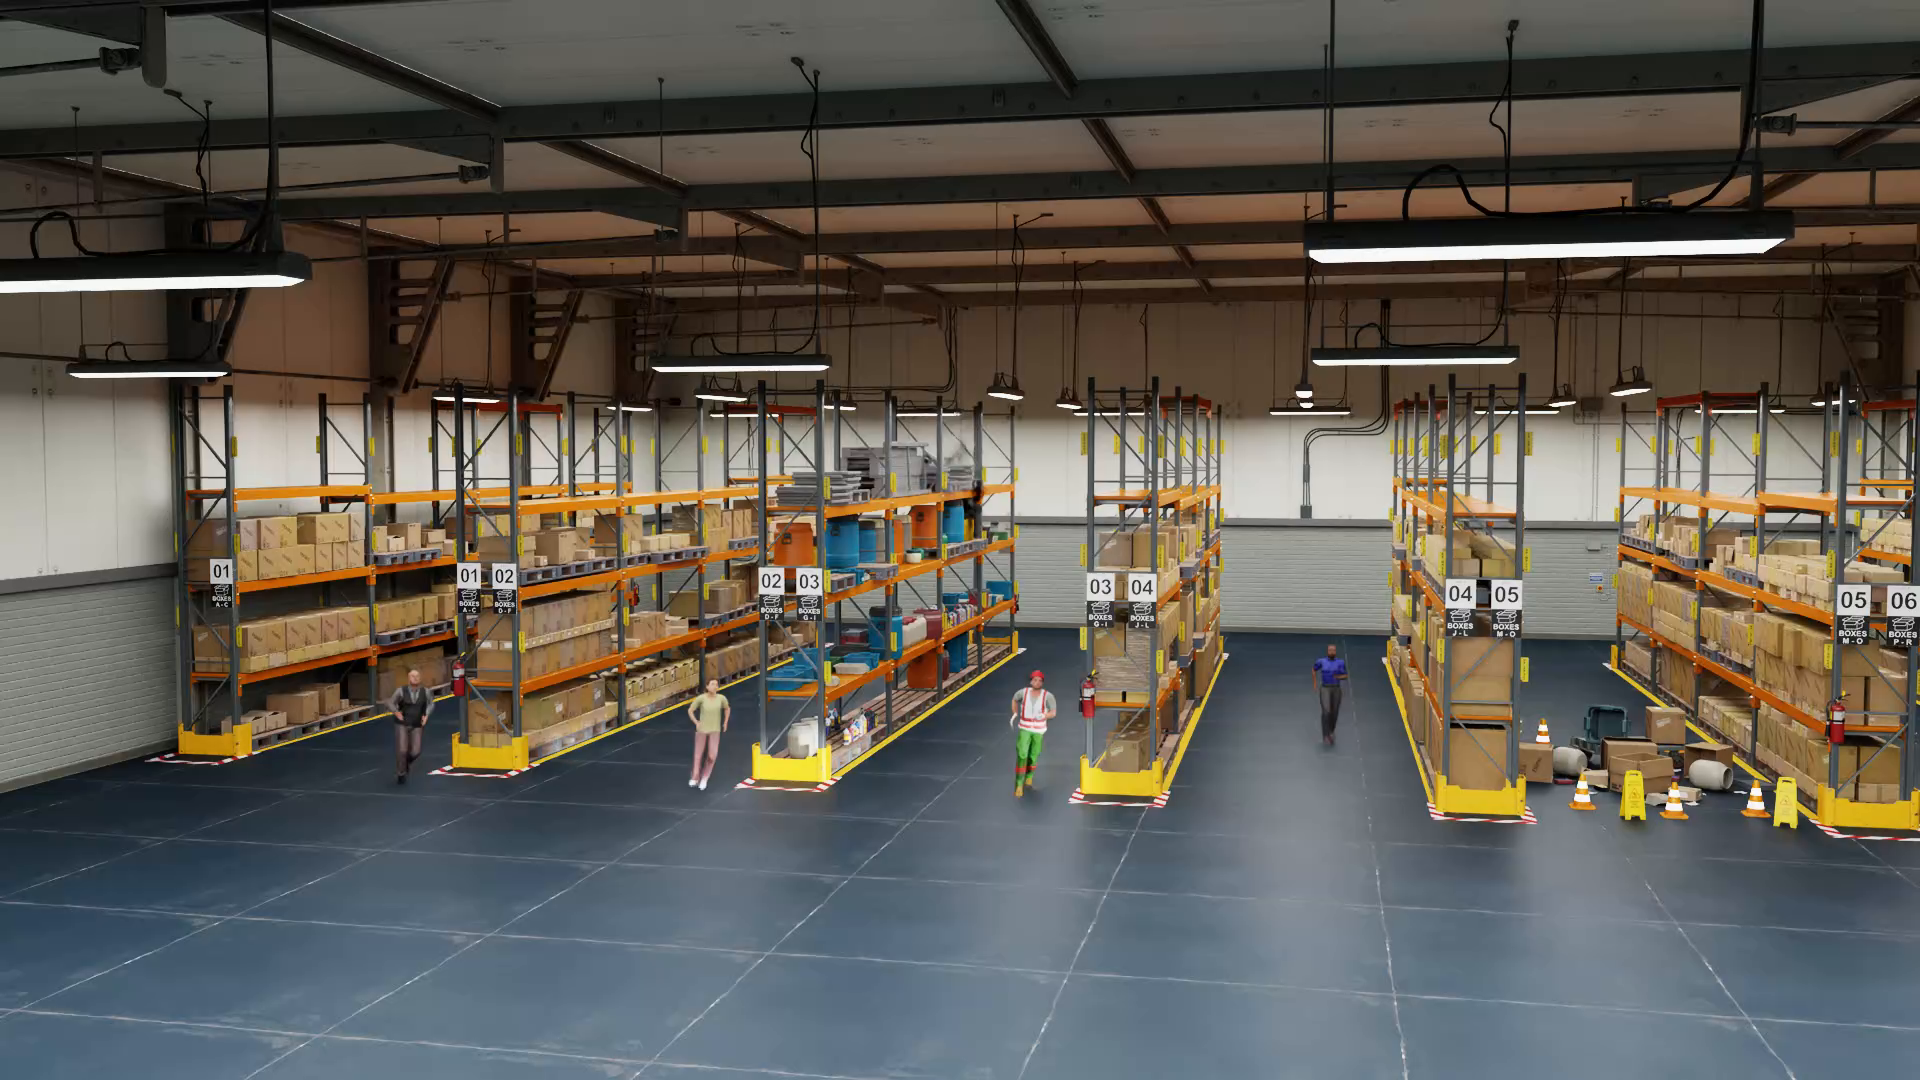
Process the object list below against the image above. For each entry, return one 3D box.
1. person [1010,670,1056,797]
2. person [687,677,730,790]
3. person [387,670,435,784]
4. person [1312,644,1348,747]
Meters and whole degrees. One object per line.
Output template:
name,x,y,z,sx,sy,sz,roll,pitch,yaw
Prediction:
person,1.060,2.789,24.095,0.670,1.825,0.784,0,3,3
person,-3.669,2.821,24.369,0.637,1.641,0.642,-1,3,-13
person,-8.215,2.782,24.918,0.687,1.668,0.631,-1,4,-25
person,6.248,2.604,28.078,0.549,1.718,0.778,0,3,2
